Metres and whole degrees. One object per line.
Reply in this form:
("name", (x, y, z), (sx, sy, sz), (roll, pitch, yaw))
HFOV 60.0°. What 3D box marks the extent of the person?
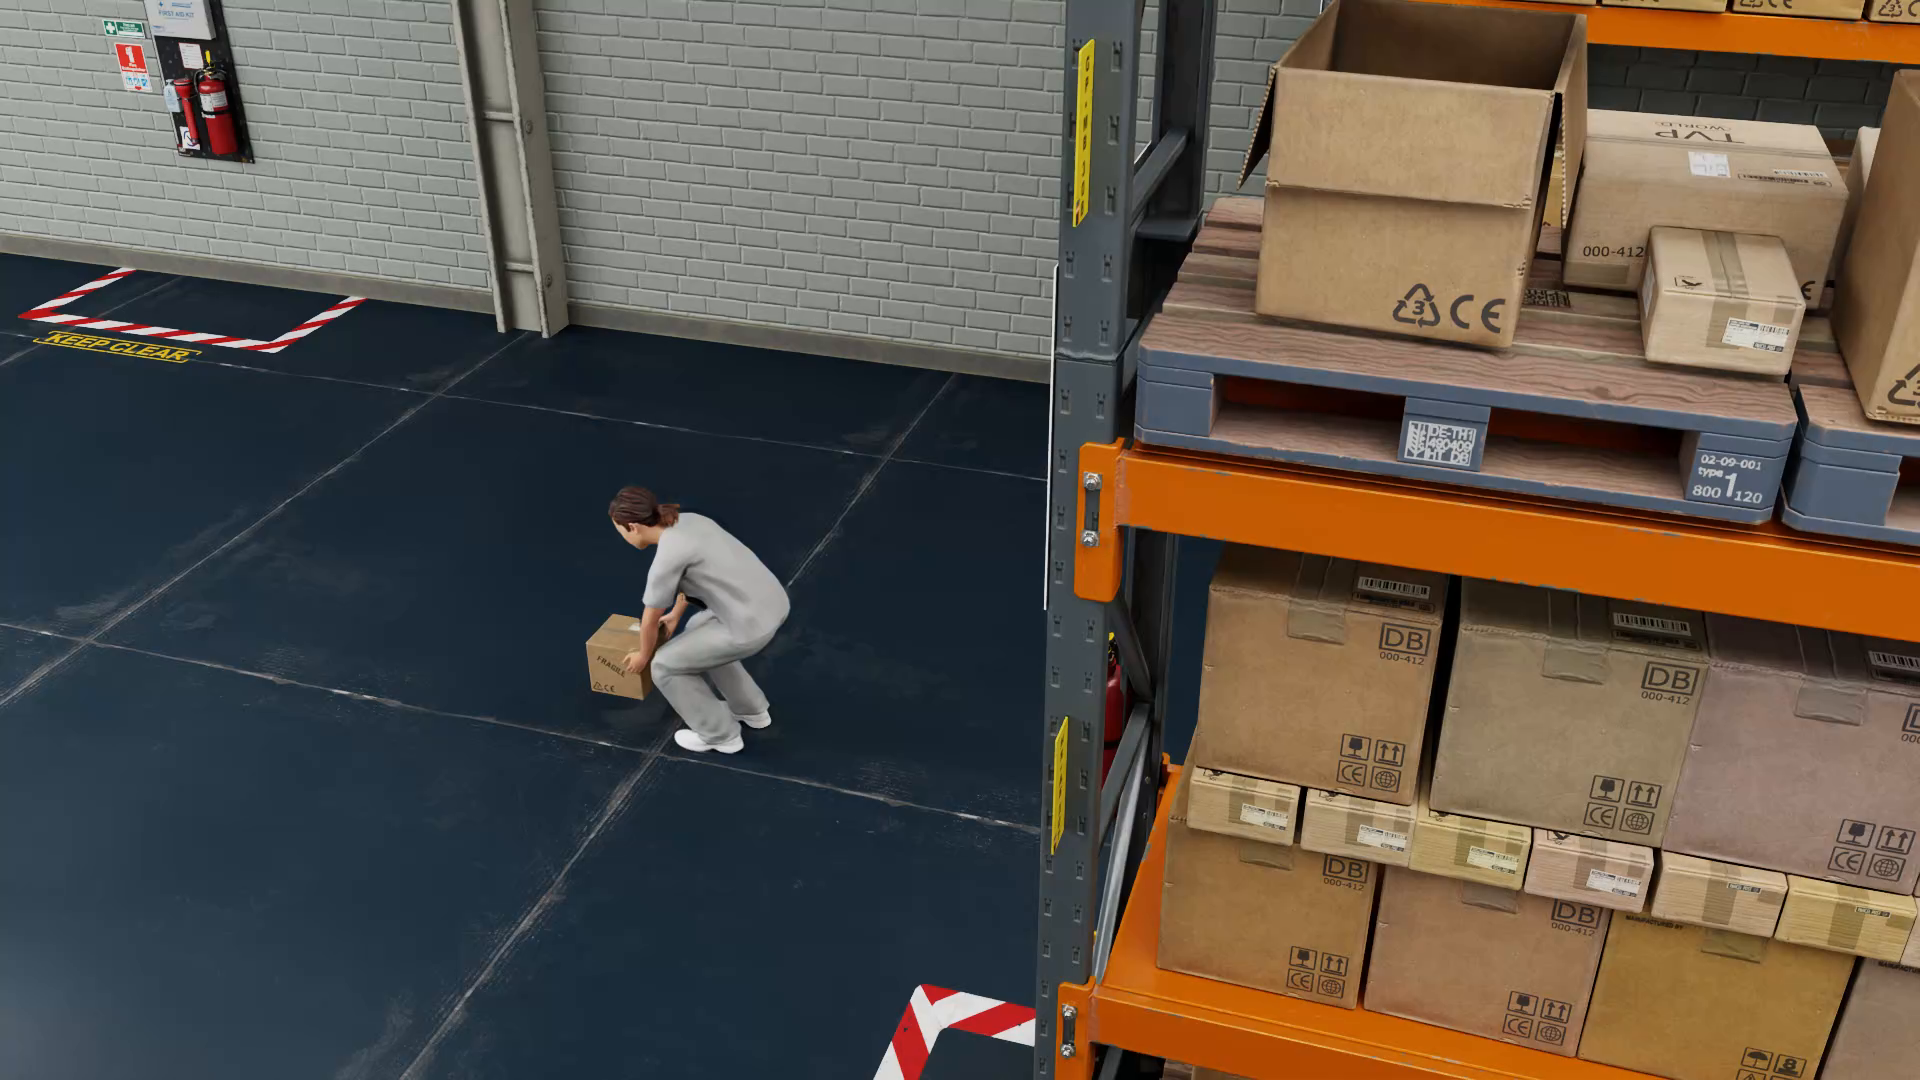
("person", (-1.093, 0.339, 7.020), (0.724, 1.194, 0.495), (9, 30, 15))
